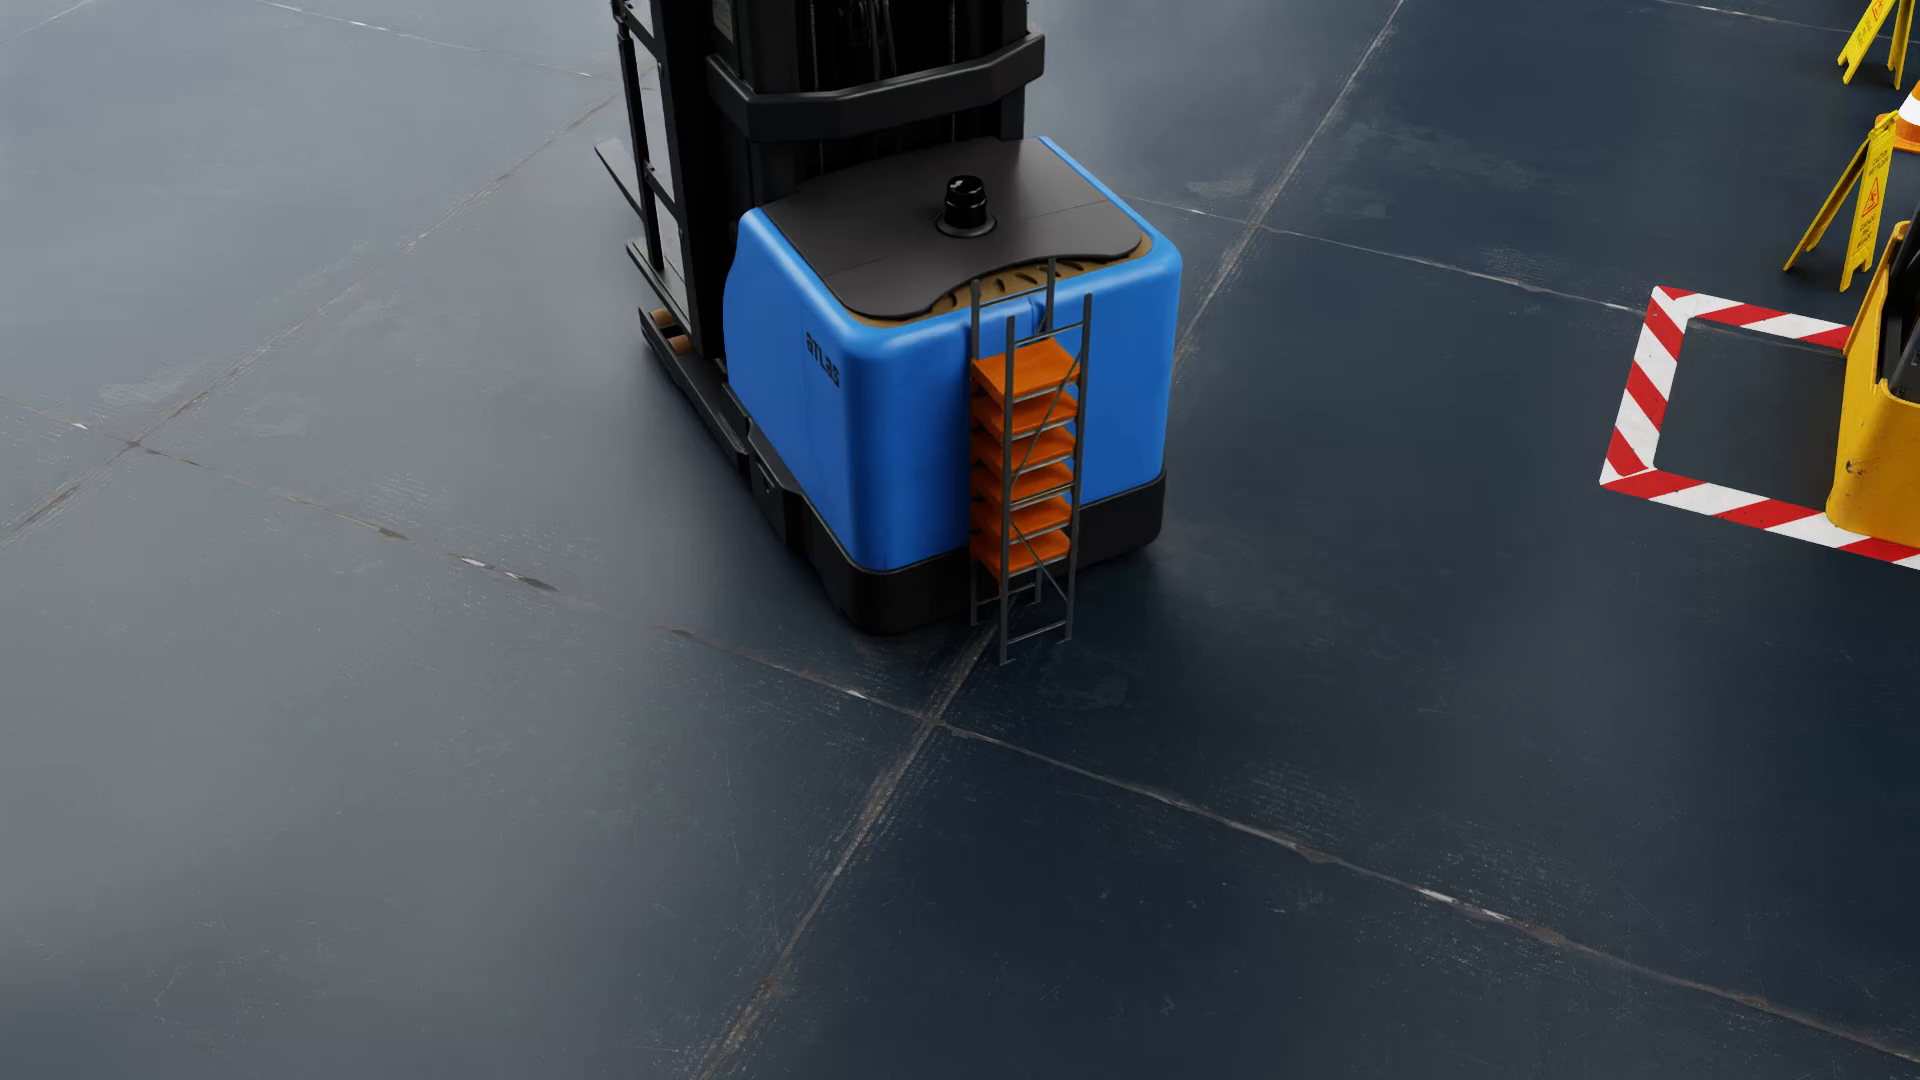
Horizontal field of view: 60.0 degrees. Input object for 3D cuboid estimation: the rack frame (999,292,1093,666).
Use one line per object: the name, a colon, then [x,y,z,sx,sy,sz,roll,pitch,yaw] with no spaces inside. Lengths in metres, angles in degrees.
rack frame: [0.221,-0.124,4.477,0.240,1.200,0.006,-19,44,-20]

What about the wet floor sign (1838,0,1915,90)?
wet floor sign: [4.230,-2.411,7.539,0.232,0.644,0.267,10,42,11]

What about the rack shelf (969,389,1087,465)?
rack shelf: [0.179,-0.325,4.410,0.258,0.103,0.180,-19,44,-20]

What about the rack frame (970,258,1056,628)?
rack frame: [0.137,-0.230,4.599,0.240,1.200,0.006,-19,44,-20]

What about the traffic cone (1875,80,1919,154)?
traffic cone: [4.189,-1.943,7.138,0.334,0.463,0.336,17,44,19]

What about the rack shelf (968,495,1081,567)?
rack shelf: [0.179,-0.053,4.646,0.258,0.103,0.180,-19,44,-20]

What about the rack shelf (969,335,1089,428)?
rack shelf: [0.179,-0.415,4.331,0.258,0.103,0.180,-19,44,-20]

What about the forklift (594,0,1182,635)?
forklift: [-0.498,-1.791,5.078,1.130,2.935,3.031,-19,44,-20]

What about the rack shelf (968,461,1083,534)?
rack shelf: [0.179,-0.143,4.567,0.258,0.103,0.180,-19,44,-20]

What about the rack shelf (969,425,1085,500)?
rack shelf: [0.179,-0.234,4.488,0.258,0.103,0.180,-19,44,-20]

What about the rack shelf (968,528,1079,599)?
rack shelf: [0.179,0.038,4.724,0.258,0.103,0.180,-19,44,-20]

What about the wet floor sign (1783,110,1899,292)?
wet floor sign: [3.373,-1.300,6.257,0.267,0.644,0.232,-33,51,-32]

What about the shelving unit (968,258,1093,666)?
shelving unit: [0.179,-0.177,4.538,0.258,1.200,0.189,-19,44,-20]

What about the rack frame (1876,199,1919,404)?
rack frame: [3.093,-1.502,4.693,0.127,3.000,1.000,17,44,19]

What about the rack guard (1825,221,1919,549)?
rack guard: [3.161,-0.536,5.487,0.348,0.500,1.175,17,44,19]
